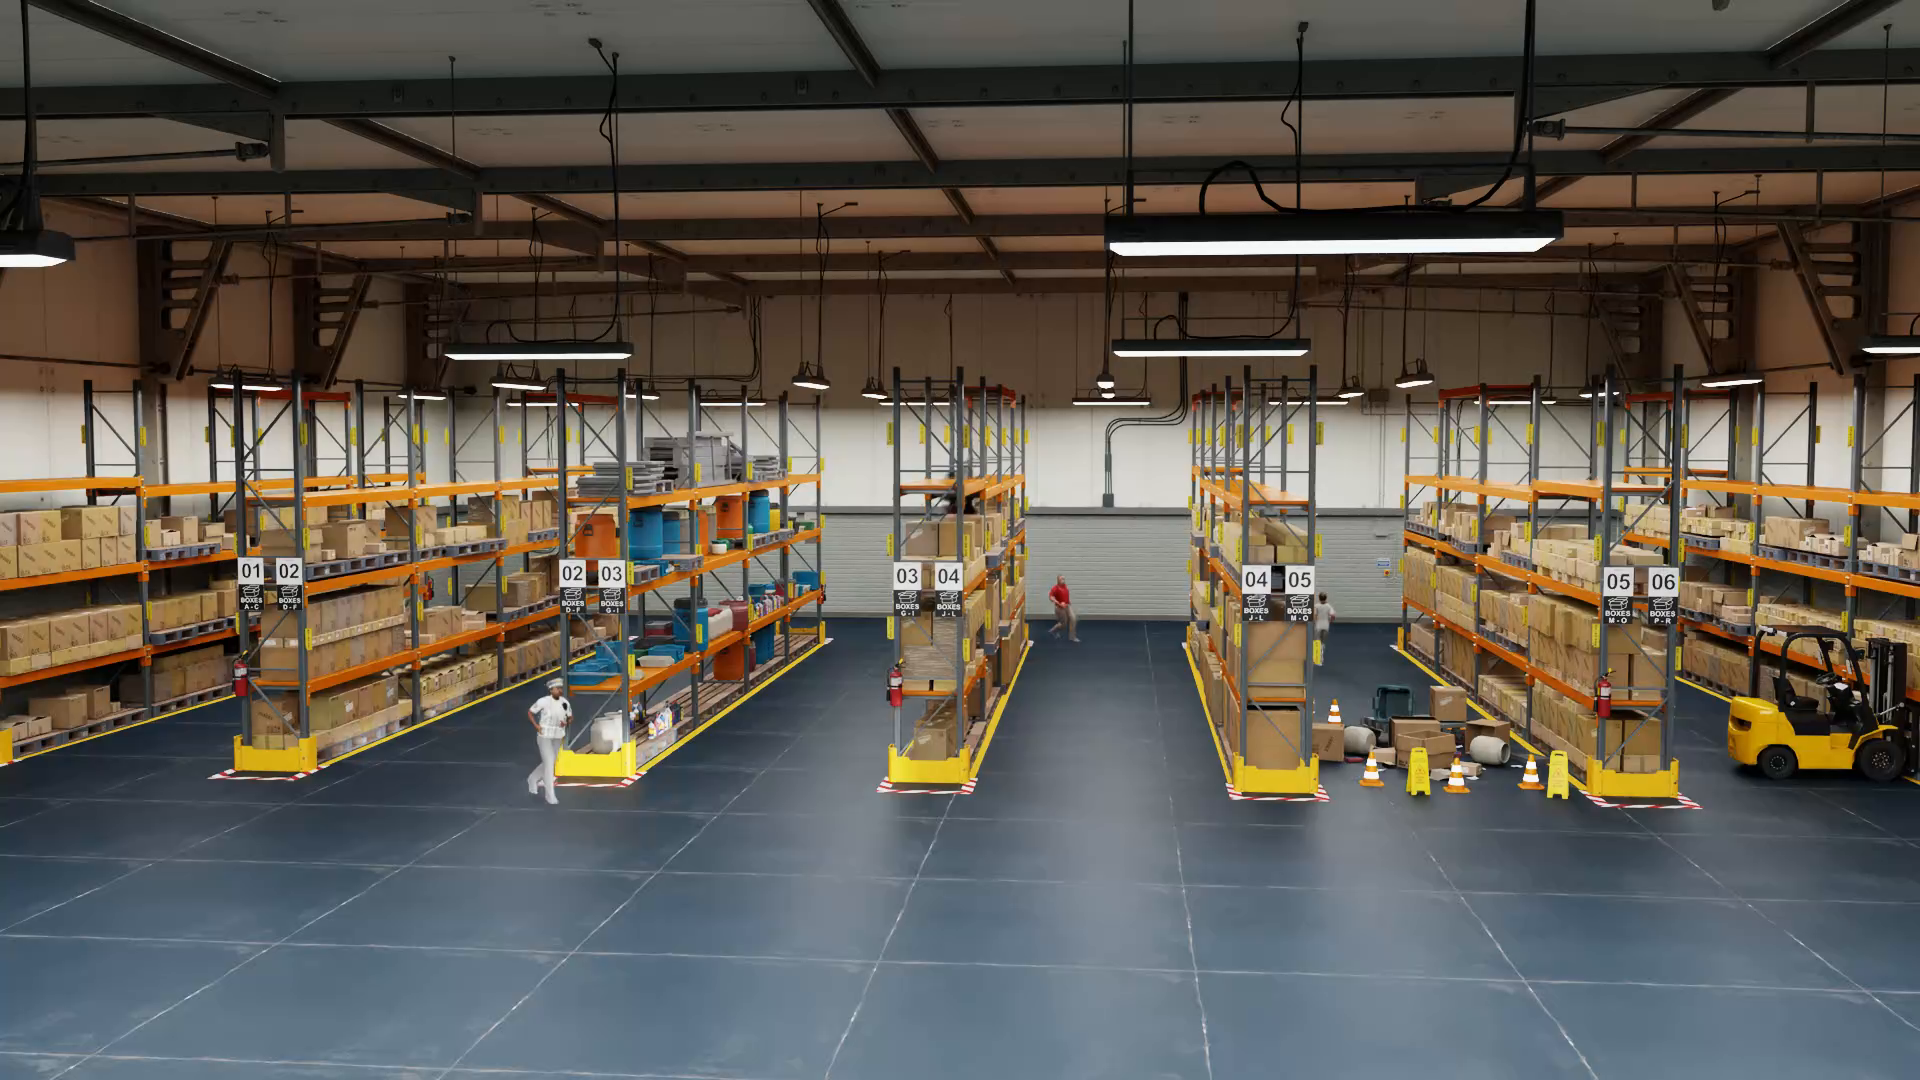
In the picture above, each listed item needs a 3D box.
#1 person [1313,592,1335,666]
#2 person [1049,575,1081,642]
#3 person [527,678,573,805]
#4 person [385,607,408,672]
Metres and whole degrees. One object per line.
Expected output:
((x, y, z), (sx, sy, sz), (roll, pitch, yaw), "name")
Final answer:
((7.886, 1.937, 36.236), (0.548, 1.624, 0.558), (0, 4, -2), "person")
((2.461, 1.670, 40.630), (0.756, 1.666, 0.773), (3, 5, 40), "person")
((-5.645, 2.752, 23.021), (0.606, 1.712, 0.836), (-3, 5, -43), "person")
((-12.116, 1.933, 35.425), (0.678, 1.748, 0.917), (0, 4, -3), "person")
